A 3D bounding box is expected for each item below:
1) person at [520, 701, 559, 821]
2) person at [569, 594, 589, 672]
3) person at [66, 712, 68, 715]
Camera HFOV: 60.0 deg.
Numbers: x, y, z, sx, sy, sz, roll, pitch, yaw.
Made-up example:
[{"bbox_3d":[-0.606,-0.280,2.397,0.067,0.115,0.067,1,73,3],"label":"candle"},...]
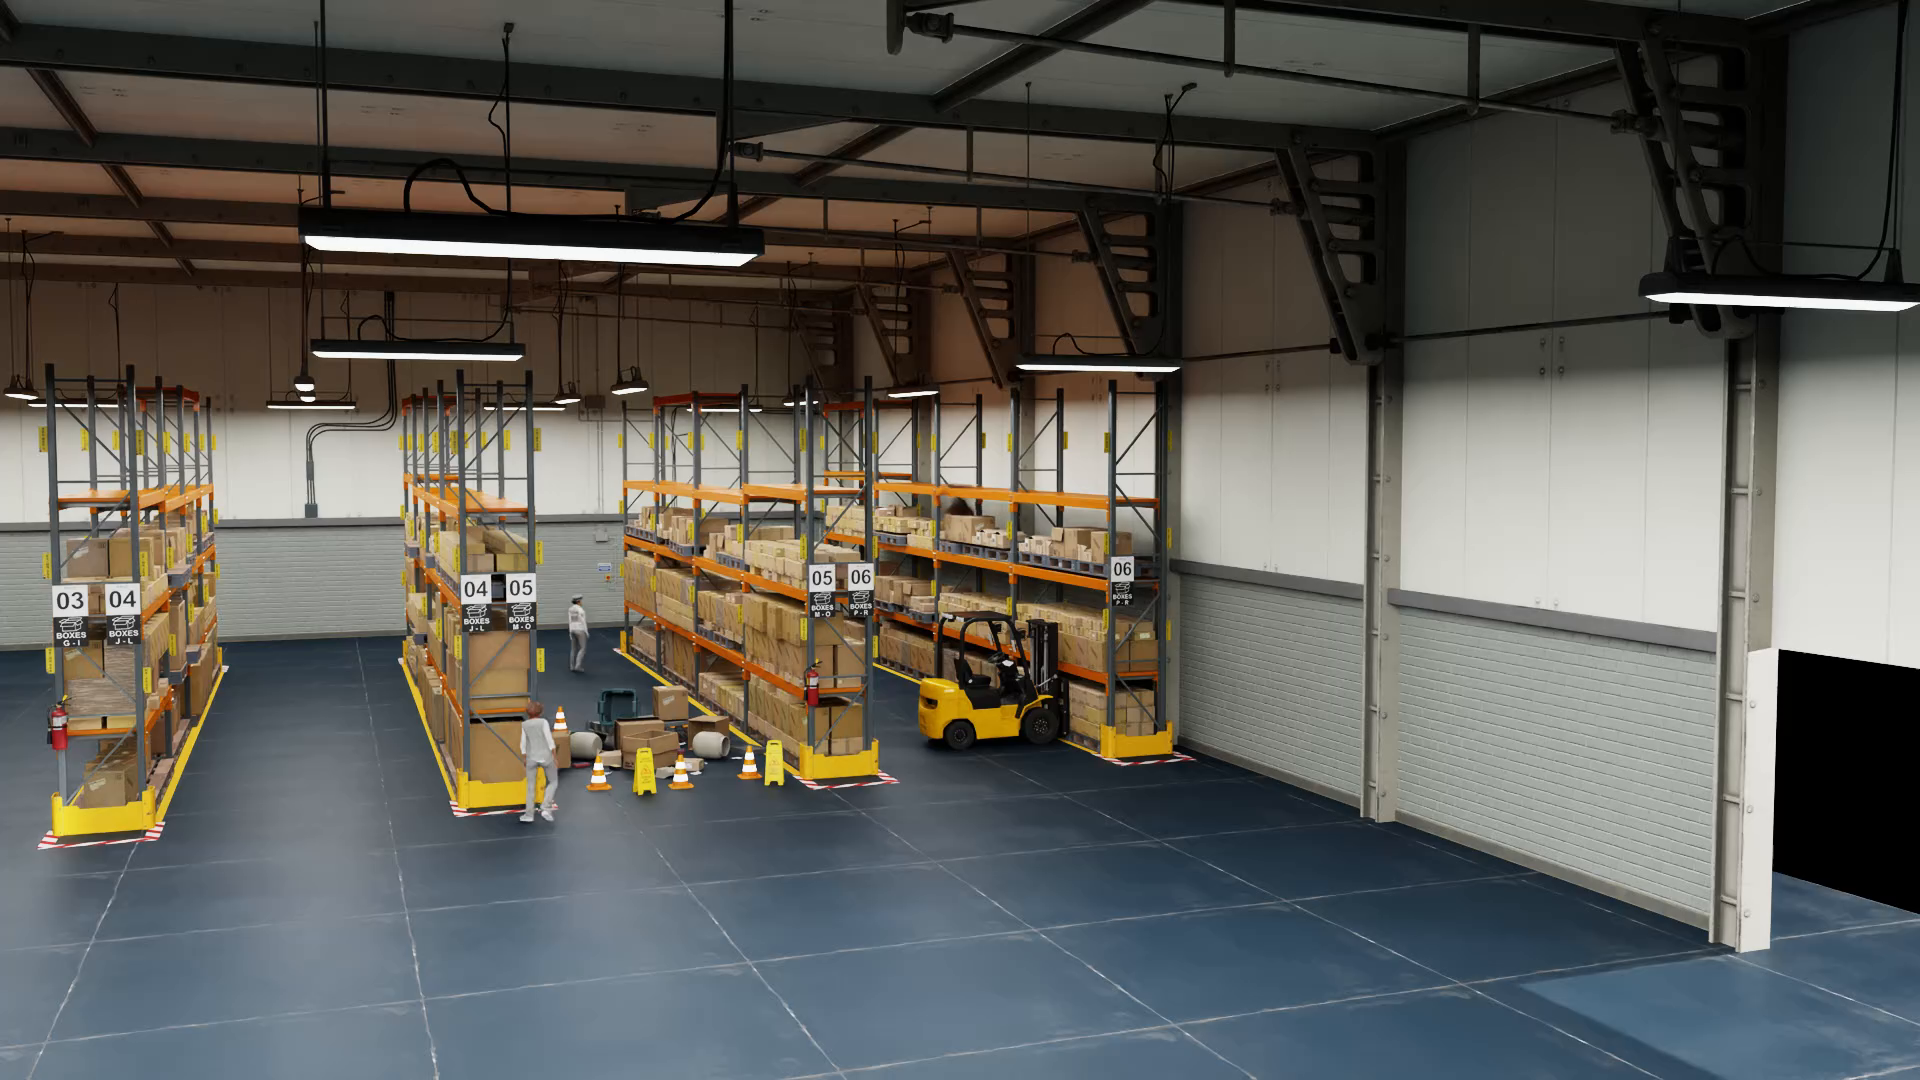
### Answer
[{"bbox_3d":[-5.557,2.916,21.871,0.542,1.601,0.354,0,3,1],"label":"person"},{"bbox_3d":[-8.364,2.030,36.346,0.505,1.682,0.375,3,5,42],"label":"person"},{"bbox_3d":[-16.265,2.332,30.495,0.634,1.785,0.566,2,4,32],"label":"person"}]
